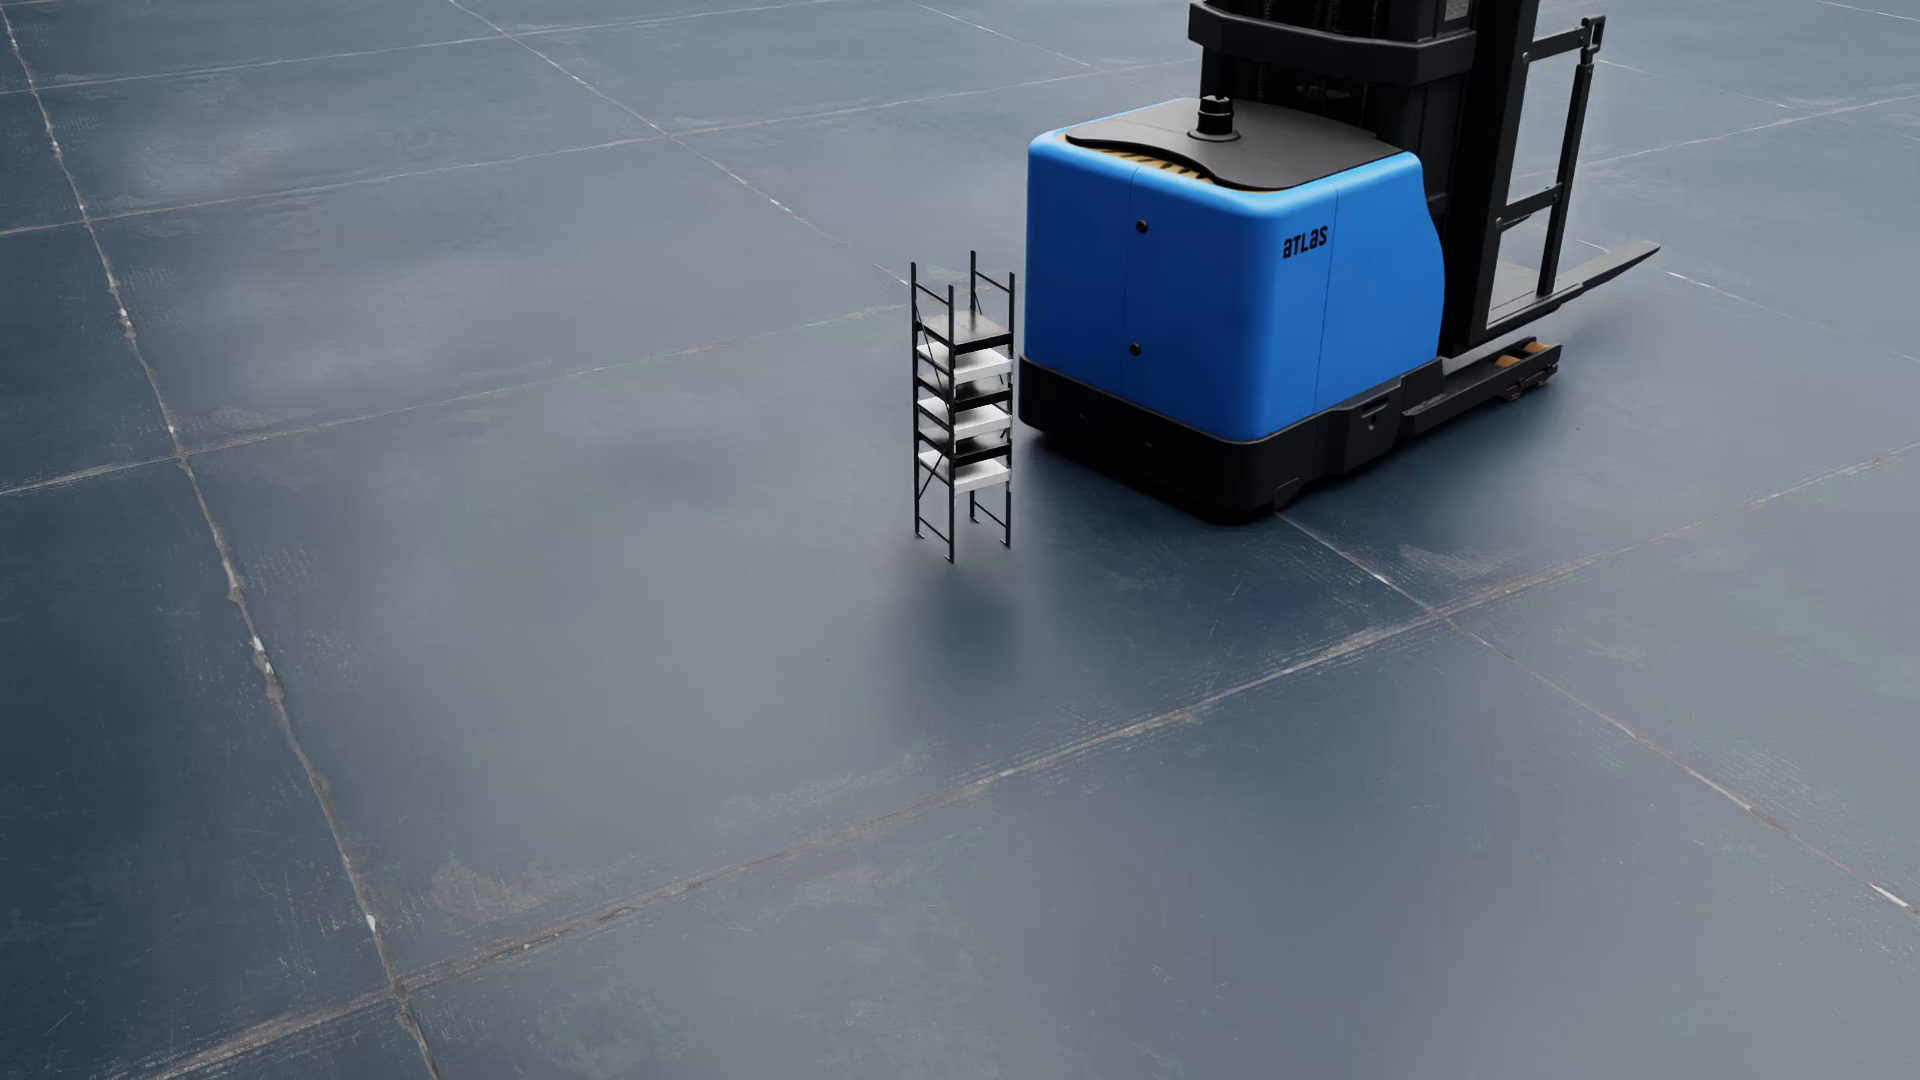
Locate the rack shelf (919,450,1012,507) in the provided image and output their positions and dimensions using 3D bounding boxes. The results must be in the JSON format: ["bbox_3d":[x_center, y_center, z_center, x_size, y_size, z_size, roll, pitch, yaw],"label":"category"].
[{"bbox_3d":[0.007,-0.209,5.139,0.200,0.077,0.258,-16,33,-26],"label":"rack shelf"}]

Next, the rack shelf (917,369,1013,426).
[{"bbox_3d":[0.007,-0.446,5.009,0.200,0.077,0.258,-16,33,-26],"label":"rack shelf"}]

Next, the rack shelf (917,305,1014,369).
[{"bbox_3d":[0.007,-0.603,4.922,0.200,0.077,0.258,-16,33,-26],"label":"rack shelf"}]

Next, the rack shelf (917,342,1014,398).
[{"bbox_3d":[0.007,-0.524,4.965,0.200,0.077,0.258,-16,33,-26],"label":"rack shelf"}]

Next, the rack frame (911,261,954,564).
[{"bbox_3d":[-0.081,-0.371,4.991,0.006,0.900,0.240,-16,33,-26],"label":"rack frame"}]

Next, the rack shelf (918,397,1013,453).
[{"bbox_3d":[0.007,-0.367,5.052,0.200,0.077,0.258,-16,33,-26],"label":"rack shelf"}]

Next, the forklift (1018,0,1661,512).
[{"bbox_3d":[1.635,-1.968,5.783,3.031,2.935,1.130,-24,37,-36],"label":"forklift"}]

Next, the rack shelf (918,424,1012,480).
[{"bbox_3d":[0.007,-0.288,5.096,0.200,0.077,0.258,-16,33,-26],"label":"rack shelf"}]

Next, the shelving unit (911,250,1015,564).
[{"bbox_3d":[0.007,-0.396,5.036,0.210,0.900,0.258,-16,33,-26],"label":"shelving unit"}]

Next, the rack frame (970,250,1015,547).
[{"bbox_3d":[0.095,-0.421,5.081,0.006,0.900,0.240,-16,33,-26],"label":"rack frame"}]
